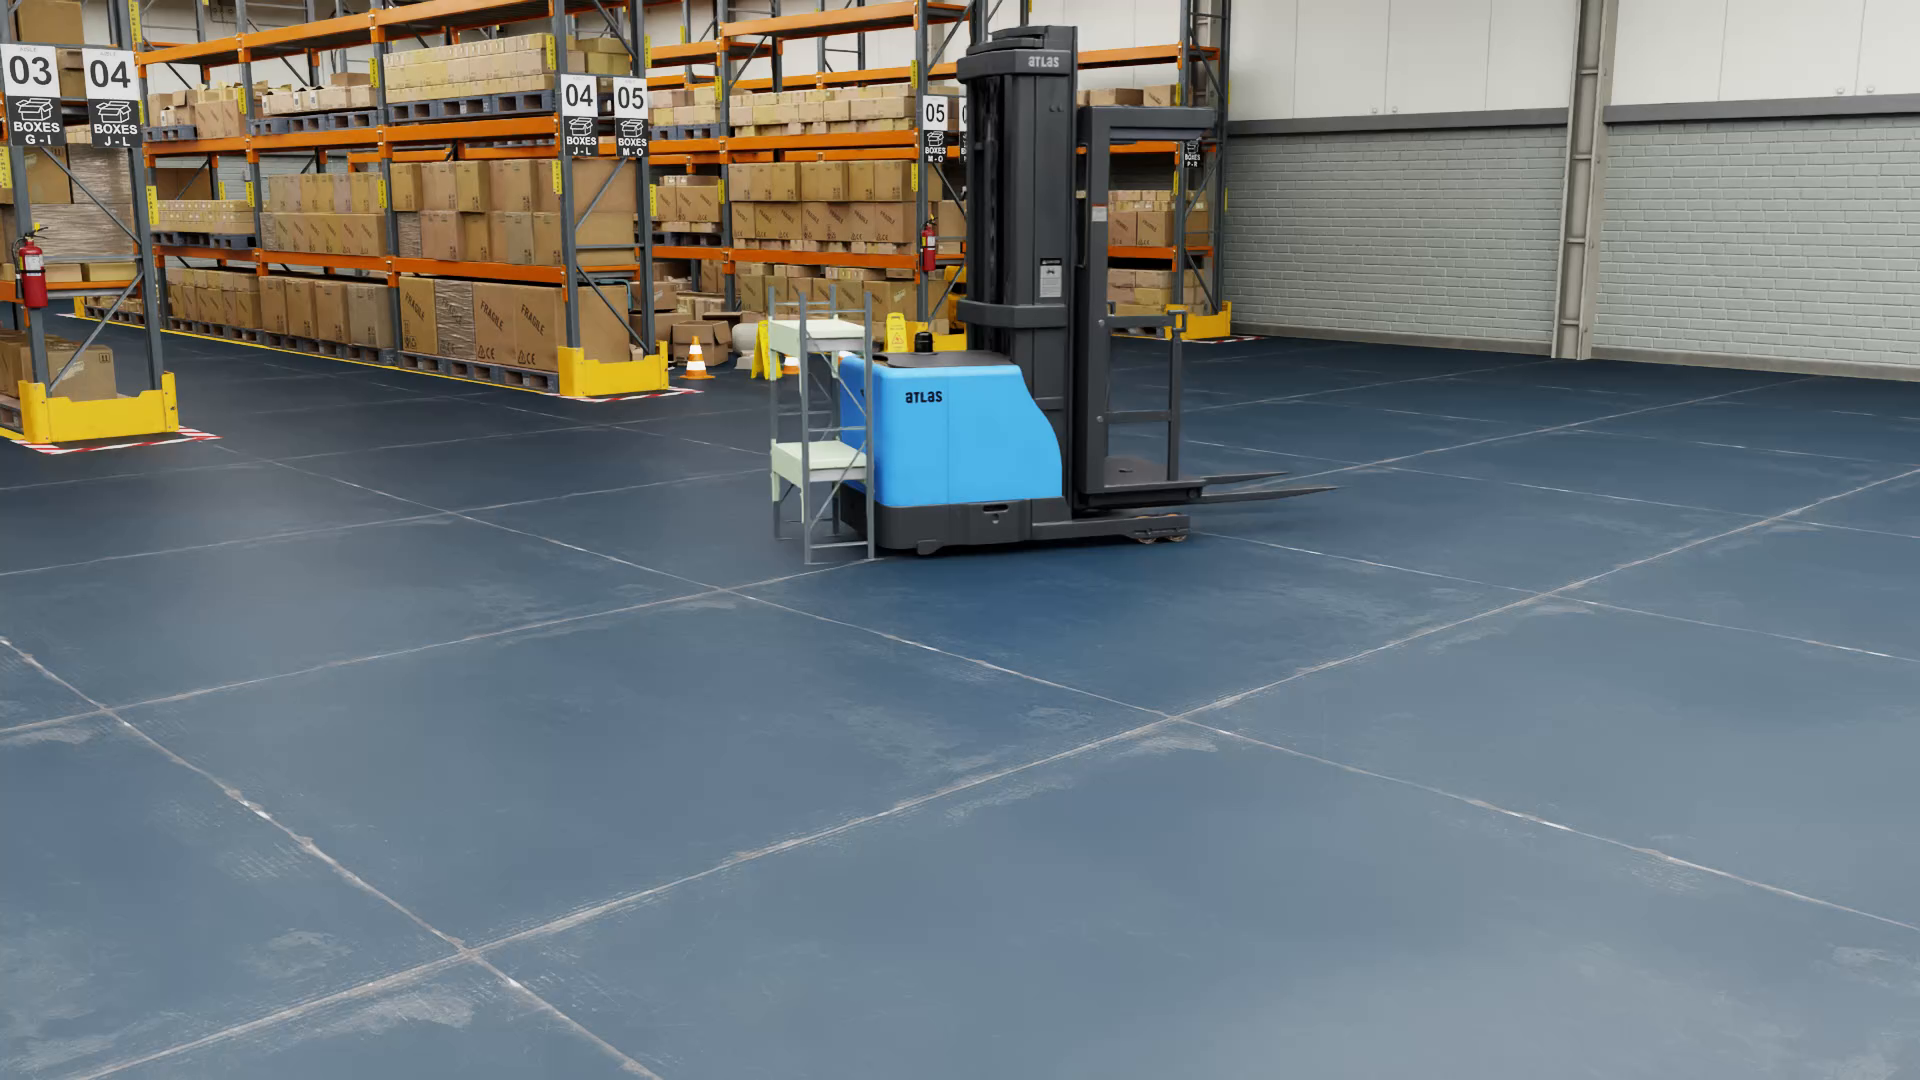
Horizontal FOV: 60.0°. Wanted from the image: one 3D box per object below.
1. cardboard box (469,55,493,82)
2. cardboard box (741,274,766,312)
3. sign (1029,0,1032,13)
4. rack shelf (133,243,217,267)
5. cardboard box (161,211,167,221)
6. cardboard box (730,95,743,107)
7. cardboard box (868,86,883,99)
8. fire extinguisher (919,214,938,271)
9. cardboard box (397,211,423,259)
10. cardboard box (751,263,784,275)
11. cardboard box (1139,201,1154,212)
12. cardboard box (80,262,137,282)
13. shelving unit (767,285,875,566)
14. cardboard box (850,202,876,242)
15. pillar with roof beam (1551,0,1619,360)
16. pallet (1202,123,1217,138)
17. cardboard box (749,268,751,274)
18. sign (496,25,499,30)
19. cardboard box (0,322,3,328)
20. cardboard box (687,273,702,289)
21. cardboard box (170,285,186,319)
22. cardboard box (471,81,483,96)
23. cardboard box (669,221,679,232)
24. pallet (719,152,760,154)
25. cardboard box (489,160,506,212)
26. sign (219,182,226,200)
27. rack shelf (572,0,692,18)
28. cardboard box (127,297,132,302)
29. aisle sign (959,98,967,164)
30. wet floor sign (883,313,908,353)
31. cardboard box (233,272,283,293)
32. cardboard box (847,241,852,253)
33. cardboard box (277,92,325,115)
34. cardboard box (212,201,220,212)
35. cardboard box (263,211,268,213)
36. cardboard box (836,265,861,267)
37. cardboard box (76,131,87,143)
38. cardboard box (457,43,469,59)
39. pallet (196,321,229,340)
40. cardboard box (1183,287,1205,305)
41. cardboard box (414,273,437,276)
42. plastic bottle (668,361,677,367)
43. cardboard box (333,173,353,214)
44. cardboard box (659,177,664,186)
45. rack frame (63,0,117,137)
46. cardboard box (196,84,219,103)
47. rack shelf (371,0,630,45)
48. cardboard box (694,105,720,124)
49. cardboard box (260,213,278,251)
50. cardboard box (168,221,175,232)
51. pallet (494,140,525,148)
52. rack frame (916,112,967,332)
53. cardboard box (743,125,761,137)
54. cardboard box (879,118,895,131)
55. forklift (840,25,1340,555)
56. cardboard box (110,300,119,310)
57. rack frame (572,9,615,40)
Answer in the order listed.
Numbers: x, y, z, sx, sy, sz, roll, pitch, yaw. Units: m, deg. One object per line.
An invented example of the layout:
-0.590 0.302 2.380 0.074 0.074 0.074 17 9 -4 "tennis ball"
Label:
-4.873 -5.009 17.702 0.500 0.250 0.500 -11 16 -43 "cardboard box"
-2.682 -3.425 23.015 0.500 0.500 0.500 -10 15 -40 "cardboard box"
1.111 -8.561 26.458 0.100 0.325 0.005 -11 16 -43 "sign"
-13.311 -4.725 27.193 1.077 0.370 4.000 -11 16 -43 "rack shelf"
-11.631 -4.817 24.701 0.380 0.149 0.250 -10 16 -41 "cardboard box"
-2.913 -5.967 22.654 0.380 0.149 0.250 -11 16 -44 "cardboard box"
-0.919 -5.561 20.682 0.380 0.149 0.250 -11 16 -43 "cardboard box"
-0.386 -3.619 20.238 0.296 0.674 0.183 -11 16 -43 "fire extinguisher"
-6.141 -3.639 19.768 0.875 0.550 0.550 -11 16 -43 "cardboard box"
-2.639 -3.716 22.820 0.380 0.149 0.250 -11 16 -42 "cardboard box"
2.815 -4.842 24.124 0.380 0.149 0.250 -11 16 -42 "cardboard box"
-7.324 -2.309 14.308 0.380 0.149 0.250 -11 16 -43 "cardboard box"
-0.796 -0.676 9.474 0.431 1.500 0.755 -4 12 -19 "shelving unit"
-1.049 -4.047 21.138 0.500 0.500 0.500 -11 16 -42 "cardboard box"
4.656 -6.120 17.318 9.100 9.000 0.400 -11 16 -43 "pillar with roof beam"
2.986 -5.963 24.207 1.003 0.211 1.213 -11 16 -43 "pallet"
-3.590 -4.835 31.099 0.500 0.500 0.500 11 16 43 "cardboard box"
-8.035 -9.002 28.791 0.100 0.325 0.005 -11 16 -43 "sign"
-10.470 -2.025 17.411 0.500 0.500 0.700 10 15 41 "cardboard box"
-5.117 -5.200 33.340 0.500 0.311 0.500 -10 15 -41 "cardboard box"
-11.611 -3.622 25.210 0.500 0.500 0.500 -10 15 -40 "cardboard box"
-4.994 -4.821 17.780 0.380 0.149 0.250 -11 16 -42 "cardboard box"
-4.001 -4.552 24.152 0.380 0.149 0.250 -11 16 -42 "cardboard box"
-3.714 -7.303 30.957 1.213 0.211 1.003 -11 16 -43 "pallet"
-4.606 -3.864 18.184 0.875 0.550 0.550 -11 16 -43 "cardboard box"
-11.530 -5.430 25.965 0.100 0.325 0.005 -11 16 -43 "sign"
-6.213 -10.687 33.032 1.077 0.370 4.000 -11 16 -43 "rack shelf"
-13.233 -3.943 26.903 0.250 0.149 0.380 11 16 42 "cardboard box"
0.135 -5.046 20.526 0.394 0.787 0.004 -11 16 -43 "aisle sign"
-0.775 -2.408 20.002 0.267 0.644 0.232 -5 13 -23 "wet floor sign"
-9.829 -3.613 23.311 0.500 0.250 0.500 11 16 44 "cardboard box"
-1.237 -3.792 21.507 0.380 0.149 0.250 -11 16 -42 "cardboard box"
-8.480 -5.642 21.514 0.500 0.250 0.500 -10 16 -41 "cardboard box"
-10.190 -4.658 23.195 0.380 0.149 0.250 -10 15 -41 "cardboard box"
-9.731 -4.606 23.679 0.250 0.149 0.380 11 16 43 "cardboard box"
-1.648 -4.548 29.396 0.875 0.625 0.625 -10 15 -41 "cardboard box"
-14.206 -6.586 27.382 0.500 0.250 0.500 -10 15 -41 "cardboard box"
-5.174 -5.250 17.882 0.380 0.149 0.250 -11 16 -42 "cardboard box"
-10.544 -3.128 24.570 1.003 0.211 1.213 -11 16 -43 "pallet"
3.281 -3.632 24.641 0.500 0.250 0.500 -11 16 -42 "cardboard box"
-9.394 -4.678 30.490 0.875 0.438 0.875 11 16 43 "cardboard box"
-3.563 -2.122 20.058 0.283 0.061 0.133 6 13 26 "plastic bottle"
-7.457 -4.376 20.994 0.700 0.500 0.500 -11 16 -42 "cardboard box"
-4.323 -5.424 25.174 0.250 0.149 0.380 11 16 42 "cardboard box"
-14.692 -8.307 27.932 1.000 3.000 0.127 -11 16 -43 "rack frame"
-10.537 -6.302 23.488 0.396 0.266 0.258 -11 16 -43 "cardboard box"
-5.024 -5.716 18.127 1.077 0.370 4.000 -11 16 -43 "rack shelf"
-3.403 -5.988 23.442 0.500 0.250 0.500 -11 16 -44 "cardboard box"
-9.052 -4.147 22.359 0.500 0.500 0.500 -11 16 -42 "cardboard box"
-11.452 -4.633 24.546 0.380 0.149 0.250 -11 16 -42 "cardboard box"
-6.914 -6.532 27.216 1.003 0.211 1.213 -10 15 -40 "pallet"
-0.132 -3.738 20.623 1.000 3.000 0.127 -11 16 -43 "rack frame"
-2.718 -5.542 22.567 0.380 0.149 0.250 -11 16 -42 "cardboard box"
-0.776 -5.129 20.563 0.380 0.149 0.250 -11 16 -42 "cardboard box"
0.841 -1.508 9.969 3.031 2.935 1.130 -4 12 -19 "forklift"
-13.694 -3.870 27.286 0.250 0.149 0.380 11 16 42 "cardboard box"
-7.594 -9.704 34.711 1.000 3.000 0.127 -11 16 -43 "rack frame"
